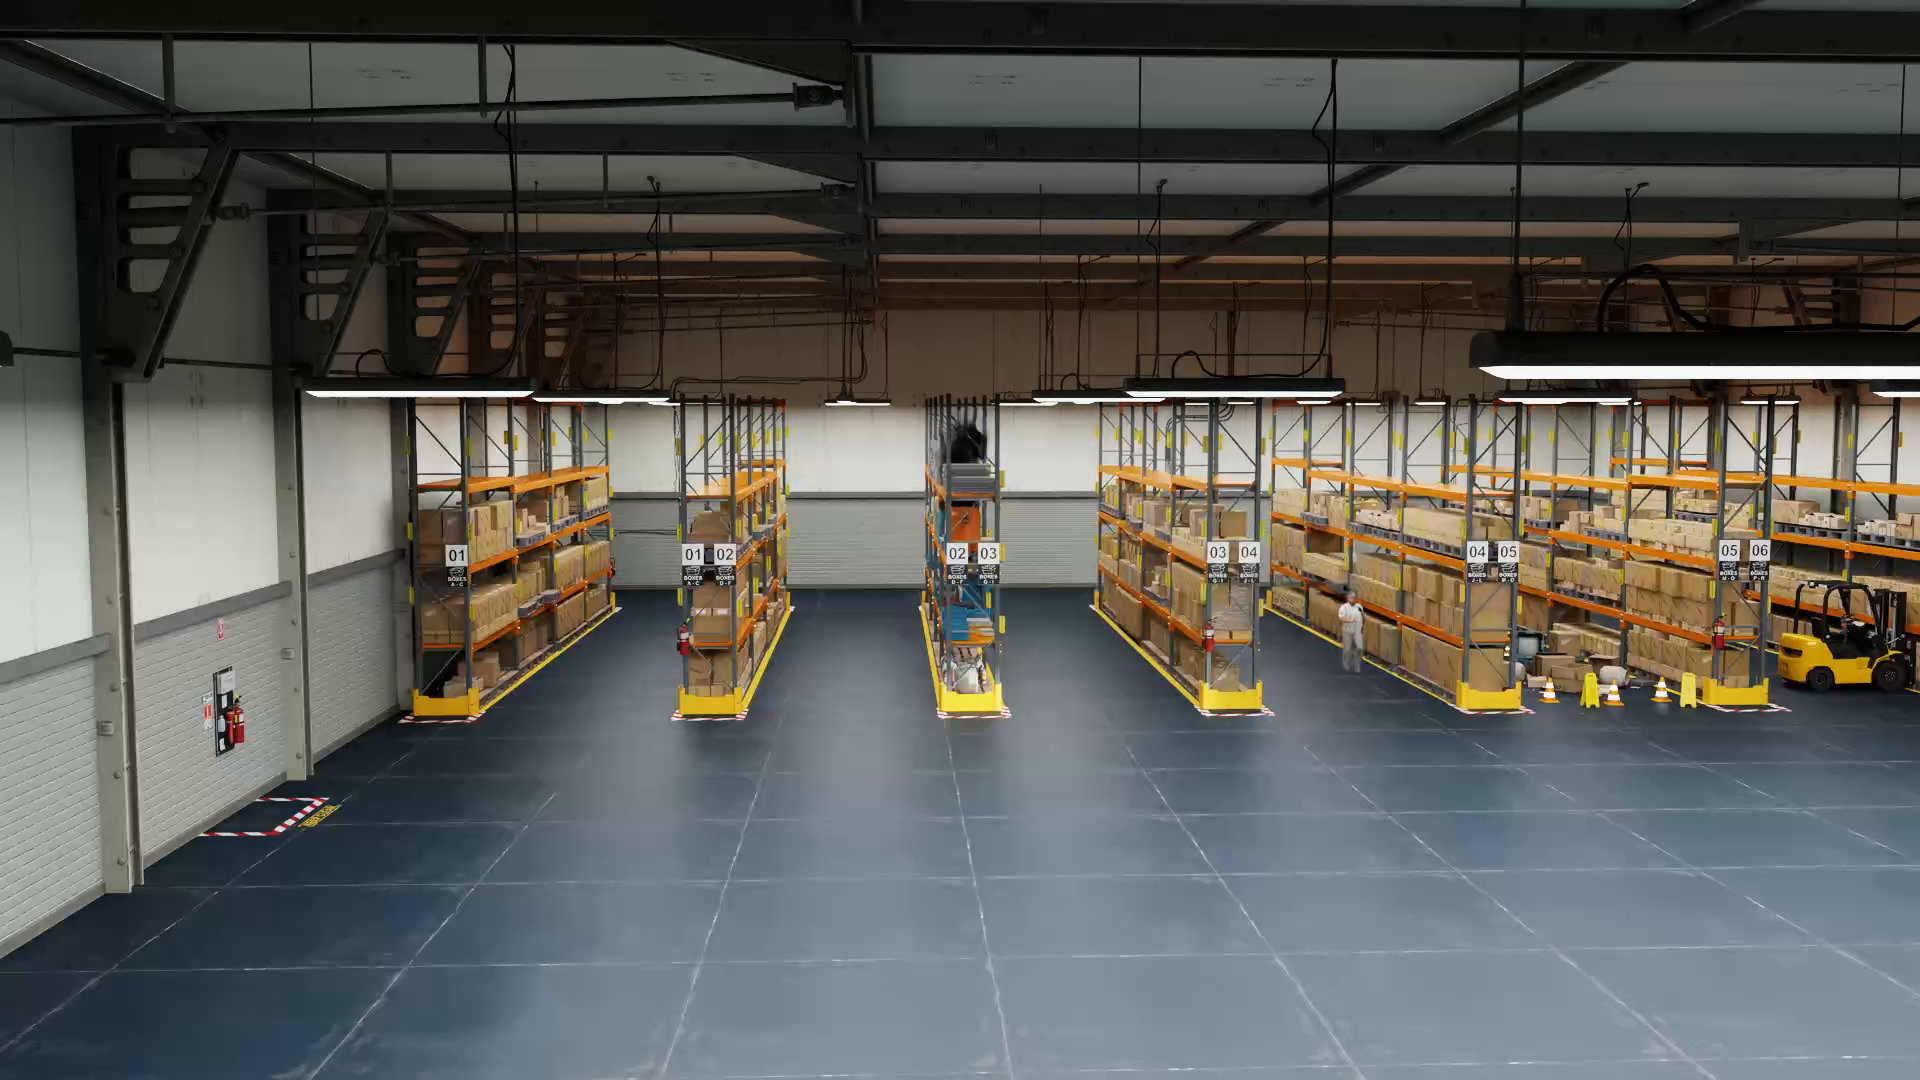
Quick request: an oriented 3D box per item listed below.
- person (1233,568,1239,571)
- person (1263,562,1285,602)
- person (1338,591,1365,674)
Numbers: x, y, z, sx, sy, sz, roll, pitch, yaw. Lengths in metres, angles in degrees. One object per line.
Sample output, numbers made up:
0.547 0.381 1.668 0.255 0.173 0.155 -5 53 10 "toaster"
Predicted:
7.727 1.280 45.151 0.726 1.780 0.862 1 5 7 "person"
9.328 0.969 48.904 0.983 1.743 0.713 -1 5 -9 "person"
8.510 2.002 36.037 0.638 1.816 0.728 0 5 -4 "person"
